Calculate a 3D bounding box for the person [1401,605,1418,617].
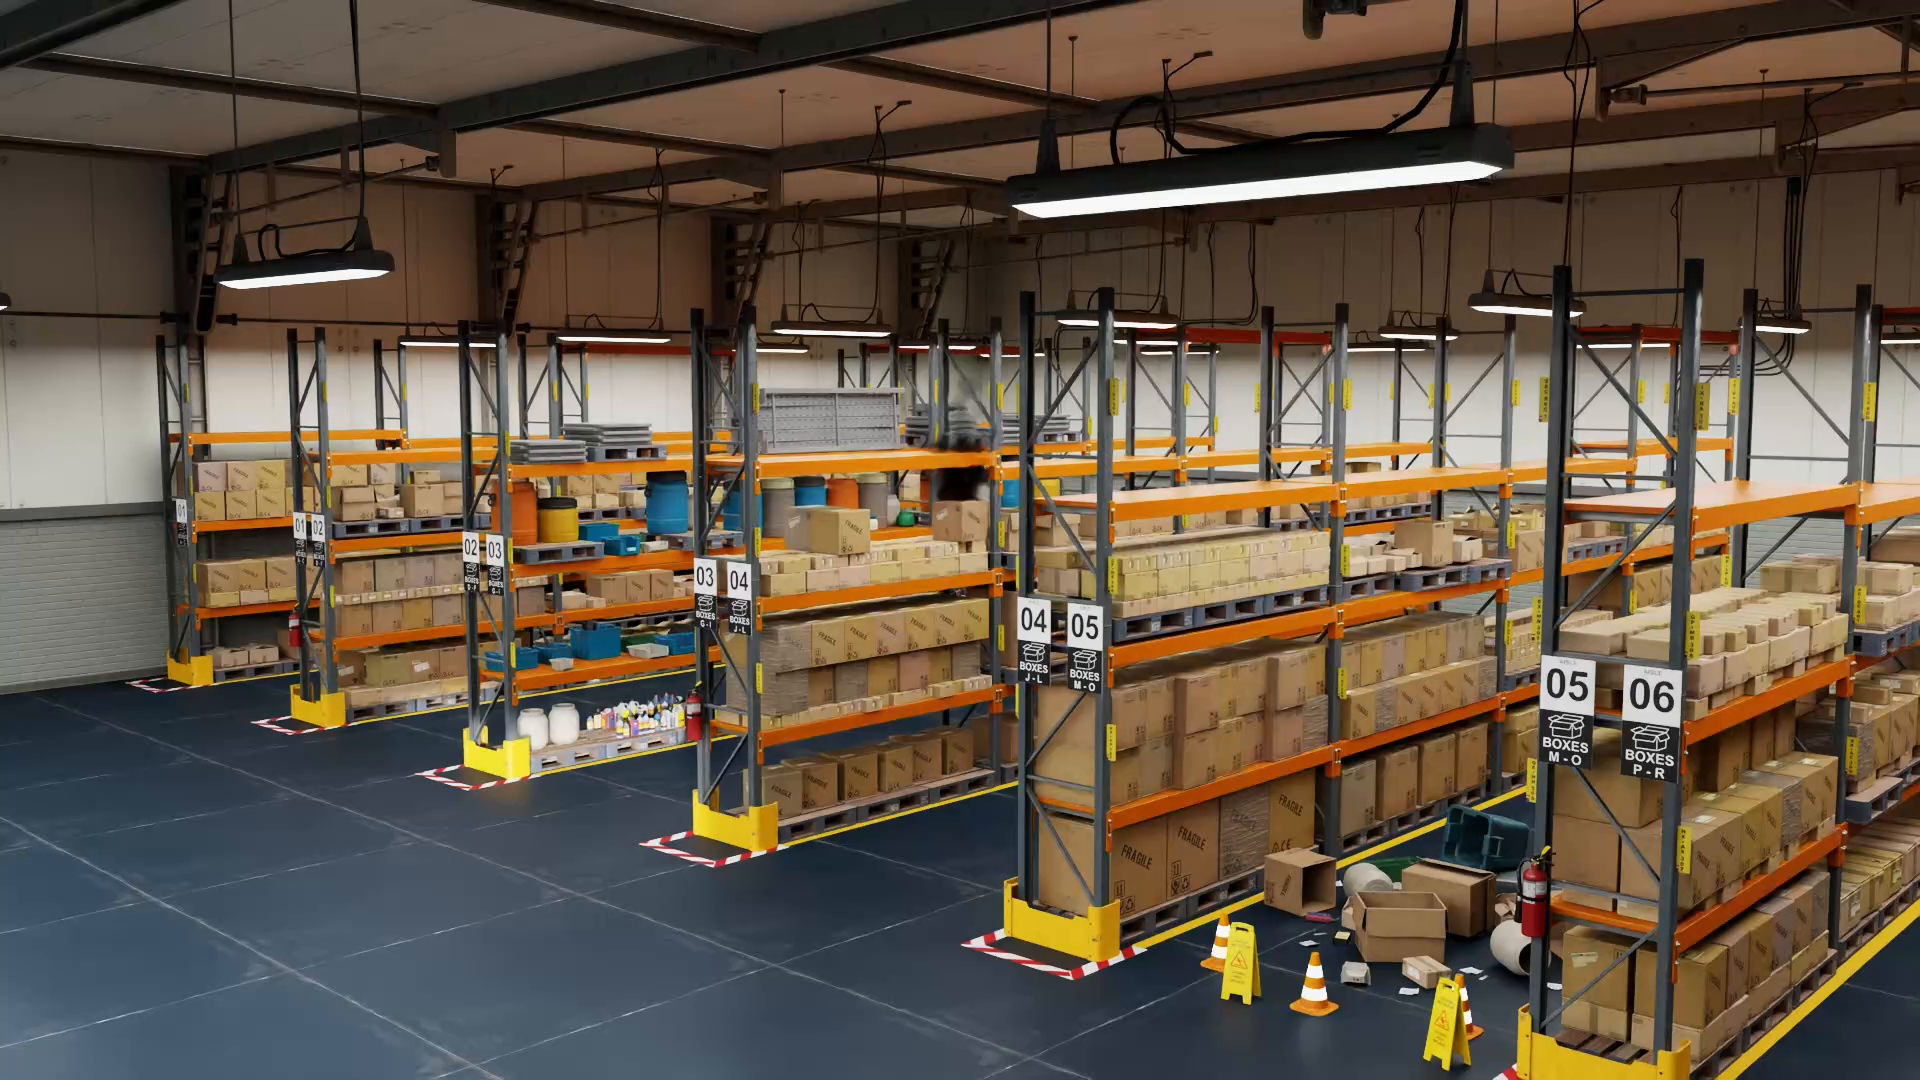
[{"bbox_3d":[7.199,1.833,26.732,0.545,1.752,0.724,4,7,38],"label":"person"}]
